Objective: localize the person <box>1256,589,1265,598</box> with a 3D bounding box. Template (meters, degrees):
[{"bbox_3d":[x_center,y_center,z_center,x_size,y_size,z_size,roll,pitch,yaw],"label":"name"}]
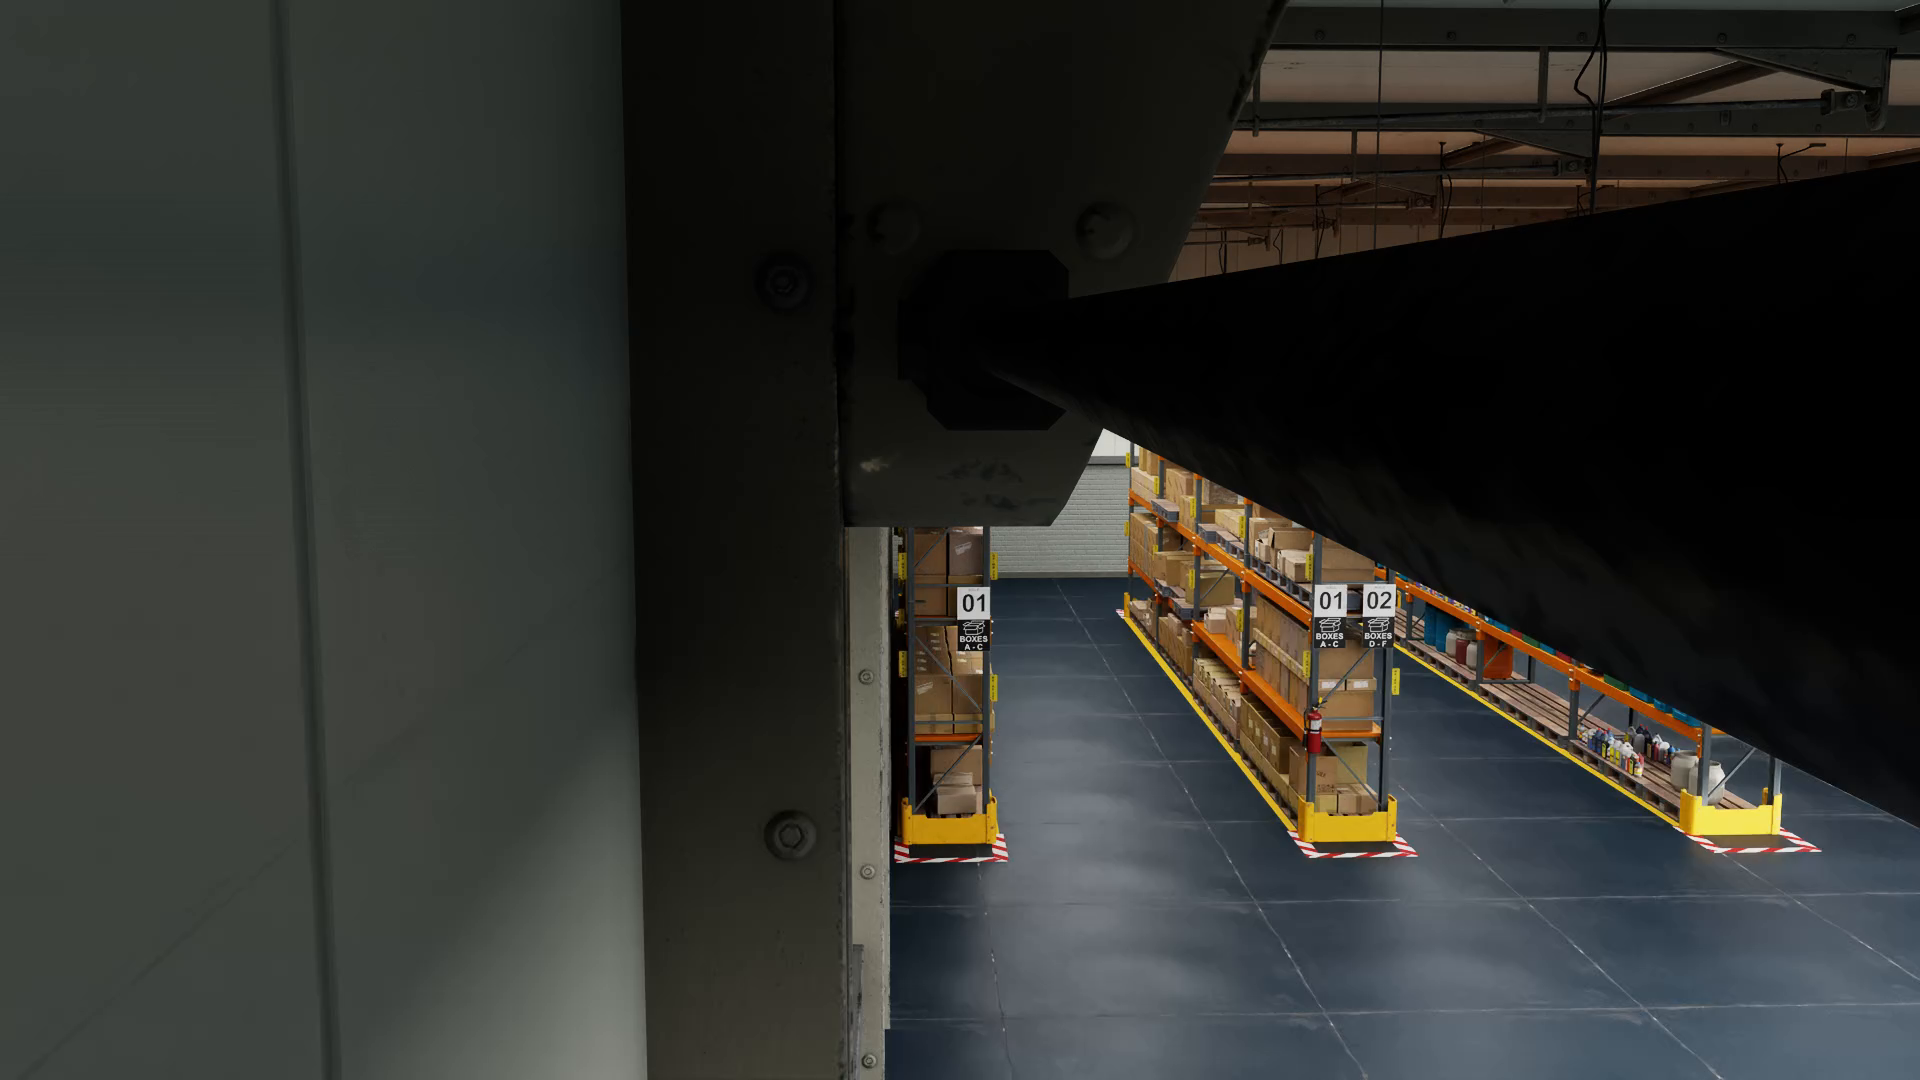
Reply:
[{"bbox_3d":[6.327,1.114,34.208,0.647,1.685,0.556,-2,8,-15],"label":"person"}]
